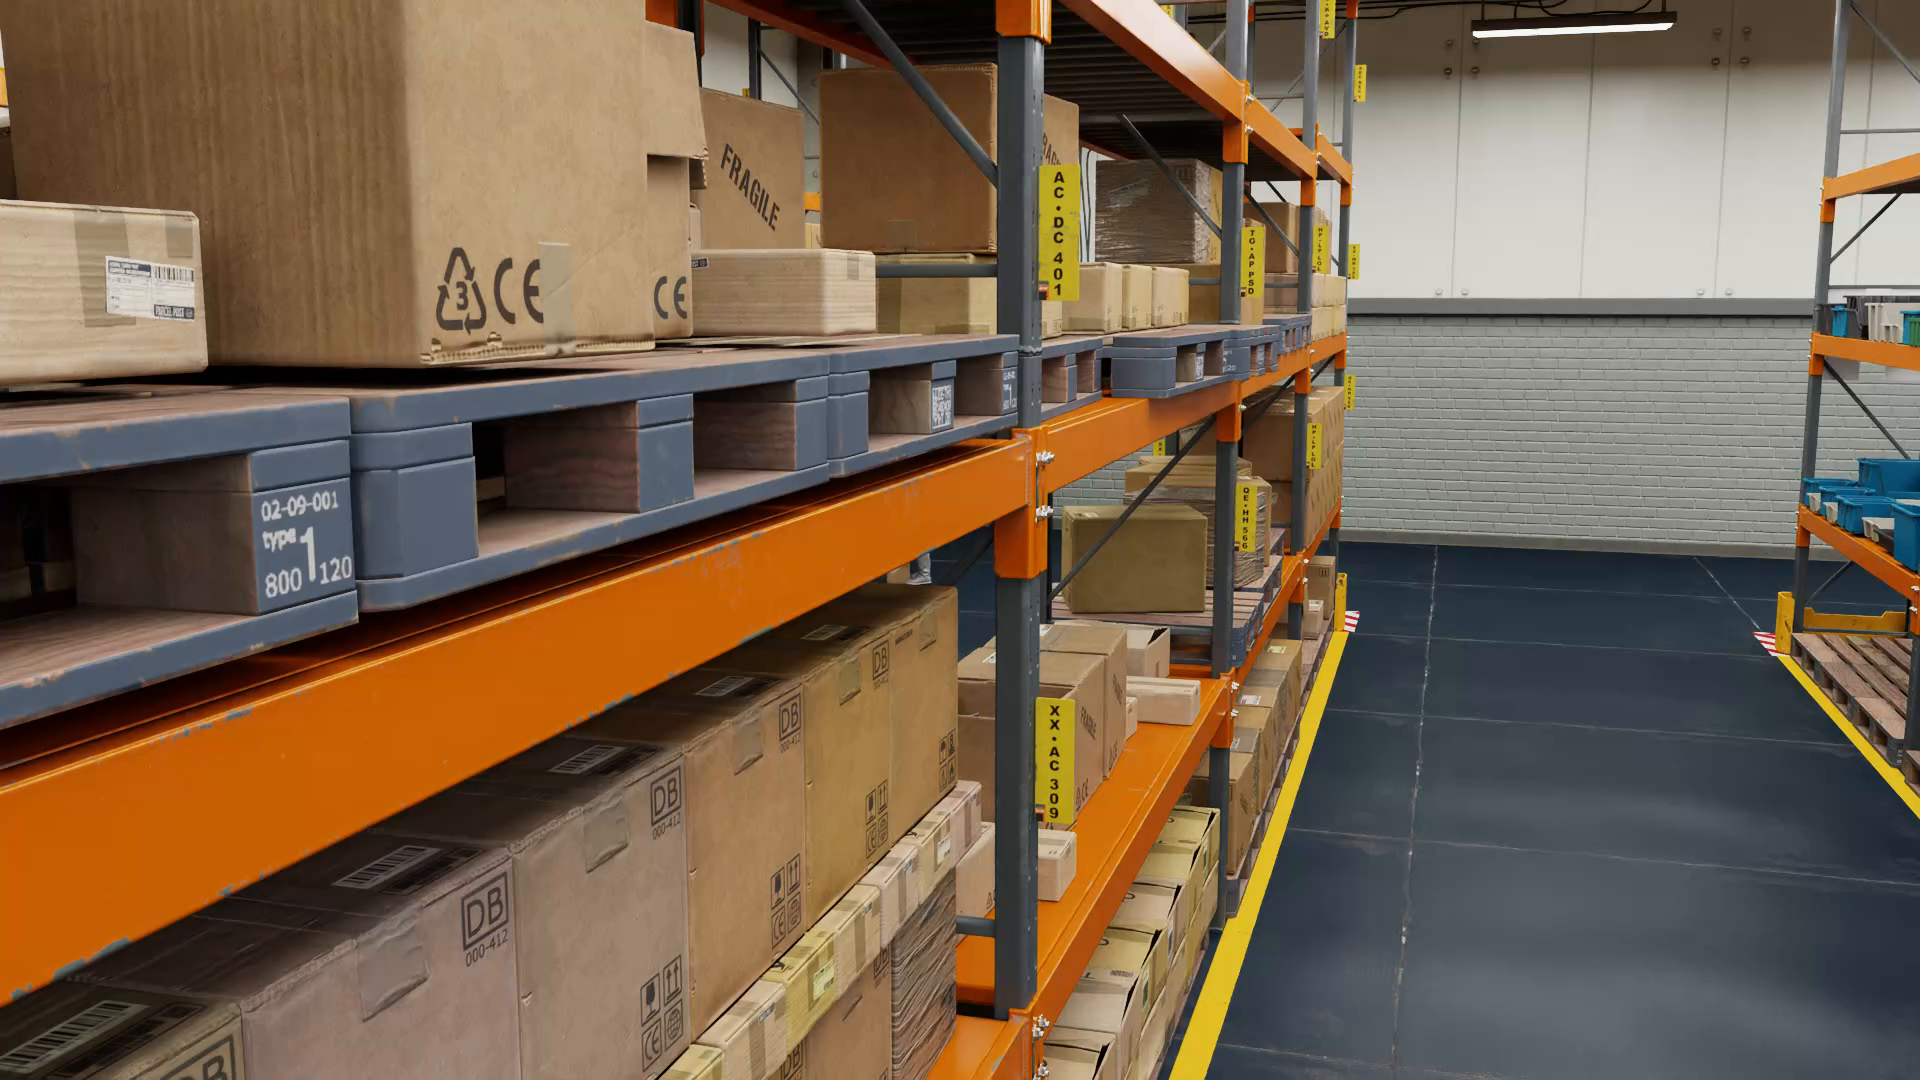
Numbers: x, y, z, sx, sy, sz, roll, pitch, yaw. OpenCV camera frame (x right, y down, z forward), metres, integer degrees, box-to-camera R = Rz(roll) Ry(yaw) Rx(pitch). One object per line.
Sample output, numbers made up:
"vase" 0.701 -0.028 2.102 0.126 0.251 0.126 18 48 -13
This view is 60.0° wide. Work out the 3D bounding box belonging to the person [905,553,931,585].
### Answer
"person" -0.436 -0.347 18.170 0.375 1.661 0.533 -1 8 -4
